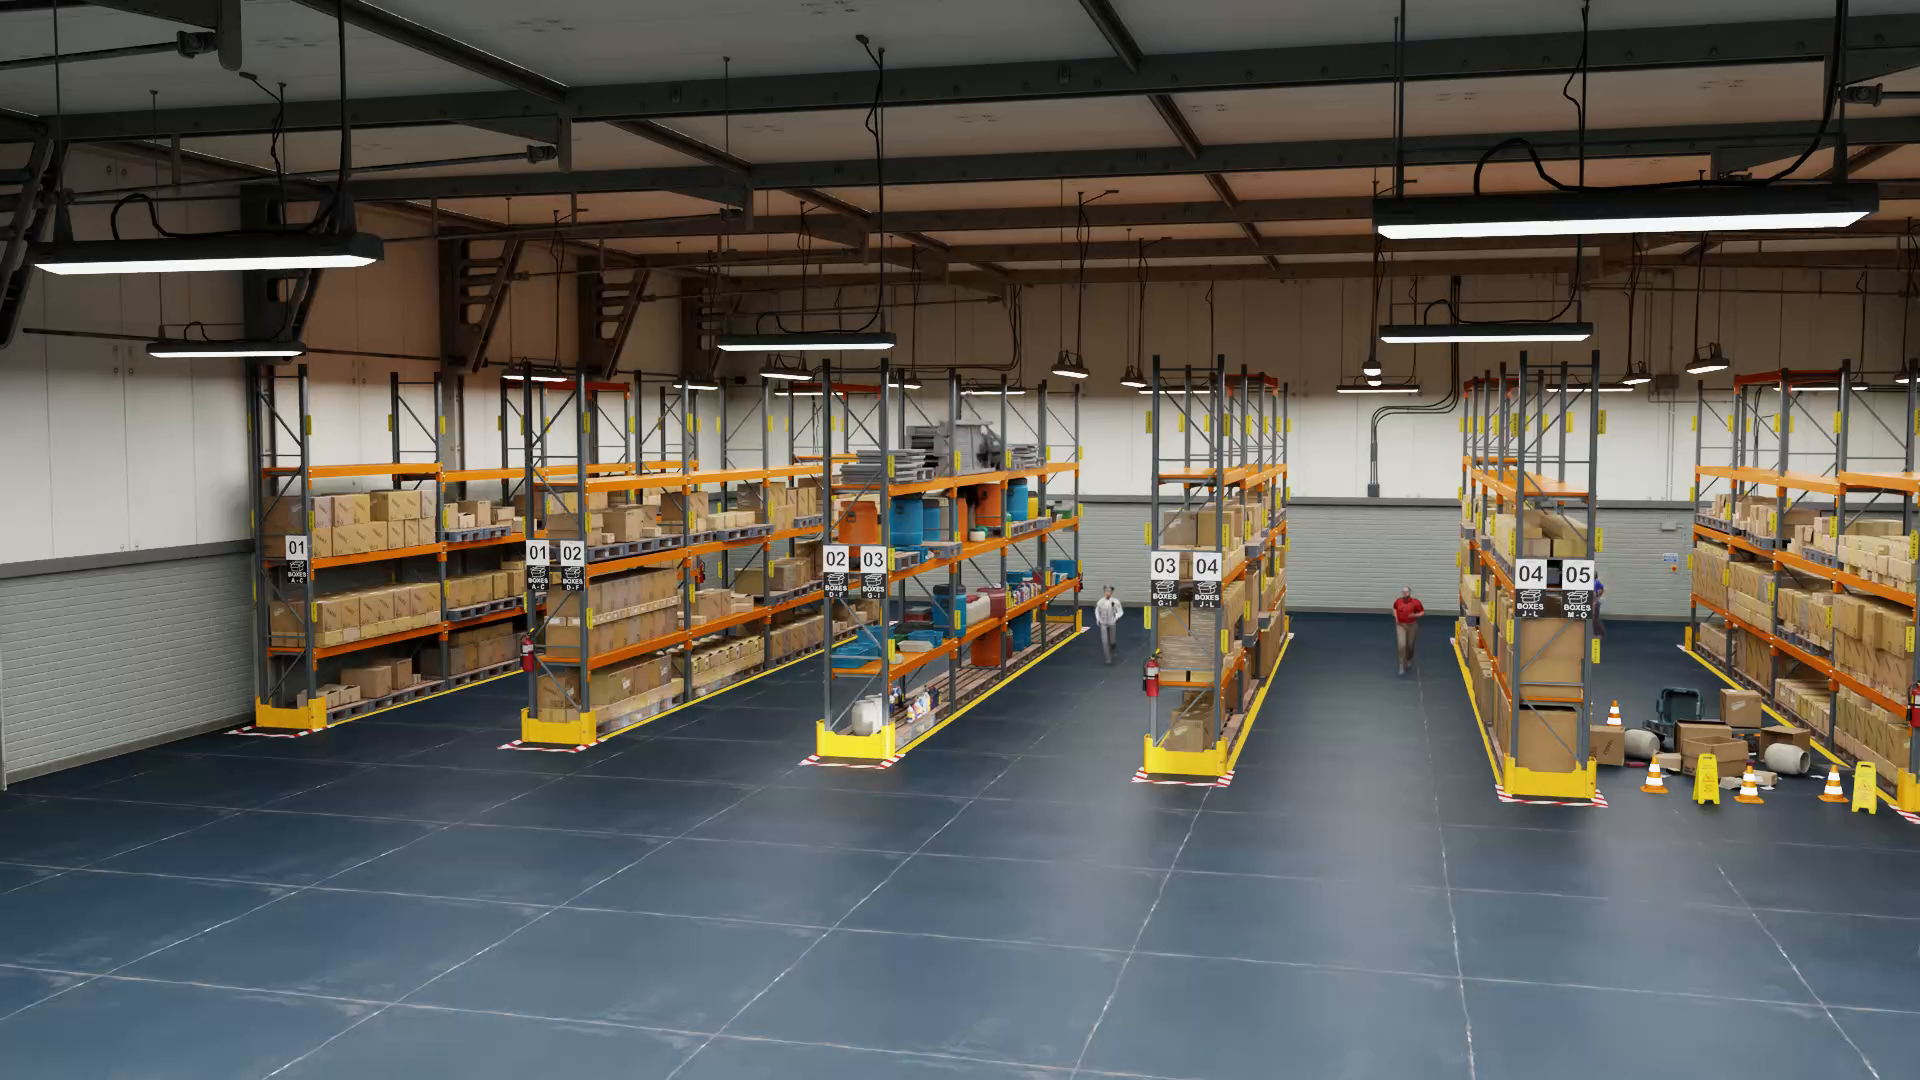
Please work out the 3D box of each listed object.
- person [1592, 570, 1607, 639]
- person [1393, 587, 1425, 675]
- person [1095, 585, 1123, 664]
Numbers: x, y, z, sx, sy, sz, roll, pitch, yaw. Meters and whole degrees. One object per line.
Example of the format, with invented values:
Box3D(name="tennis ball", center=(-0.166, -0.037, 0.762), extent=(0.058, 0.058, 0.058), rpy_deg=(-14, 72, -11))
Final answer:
Box3D(name="person", center=(14.738, 1.522, 38.774), extent=(0.682, 1.675, 0.549), rpy_deg=(1, 4, 20))
Box3D(name="person", center=(9.081, 1.821, 33.699), extent=(0.641, 1.762, 0.878), rpy_deg=(1, 4, 19))
Box3D(name="person", center=(3.121, 1.762, 34.993), extent=(0.606, 1.654, 0.599), rpy_deg=(1, 4, 13))
